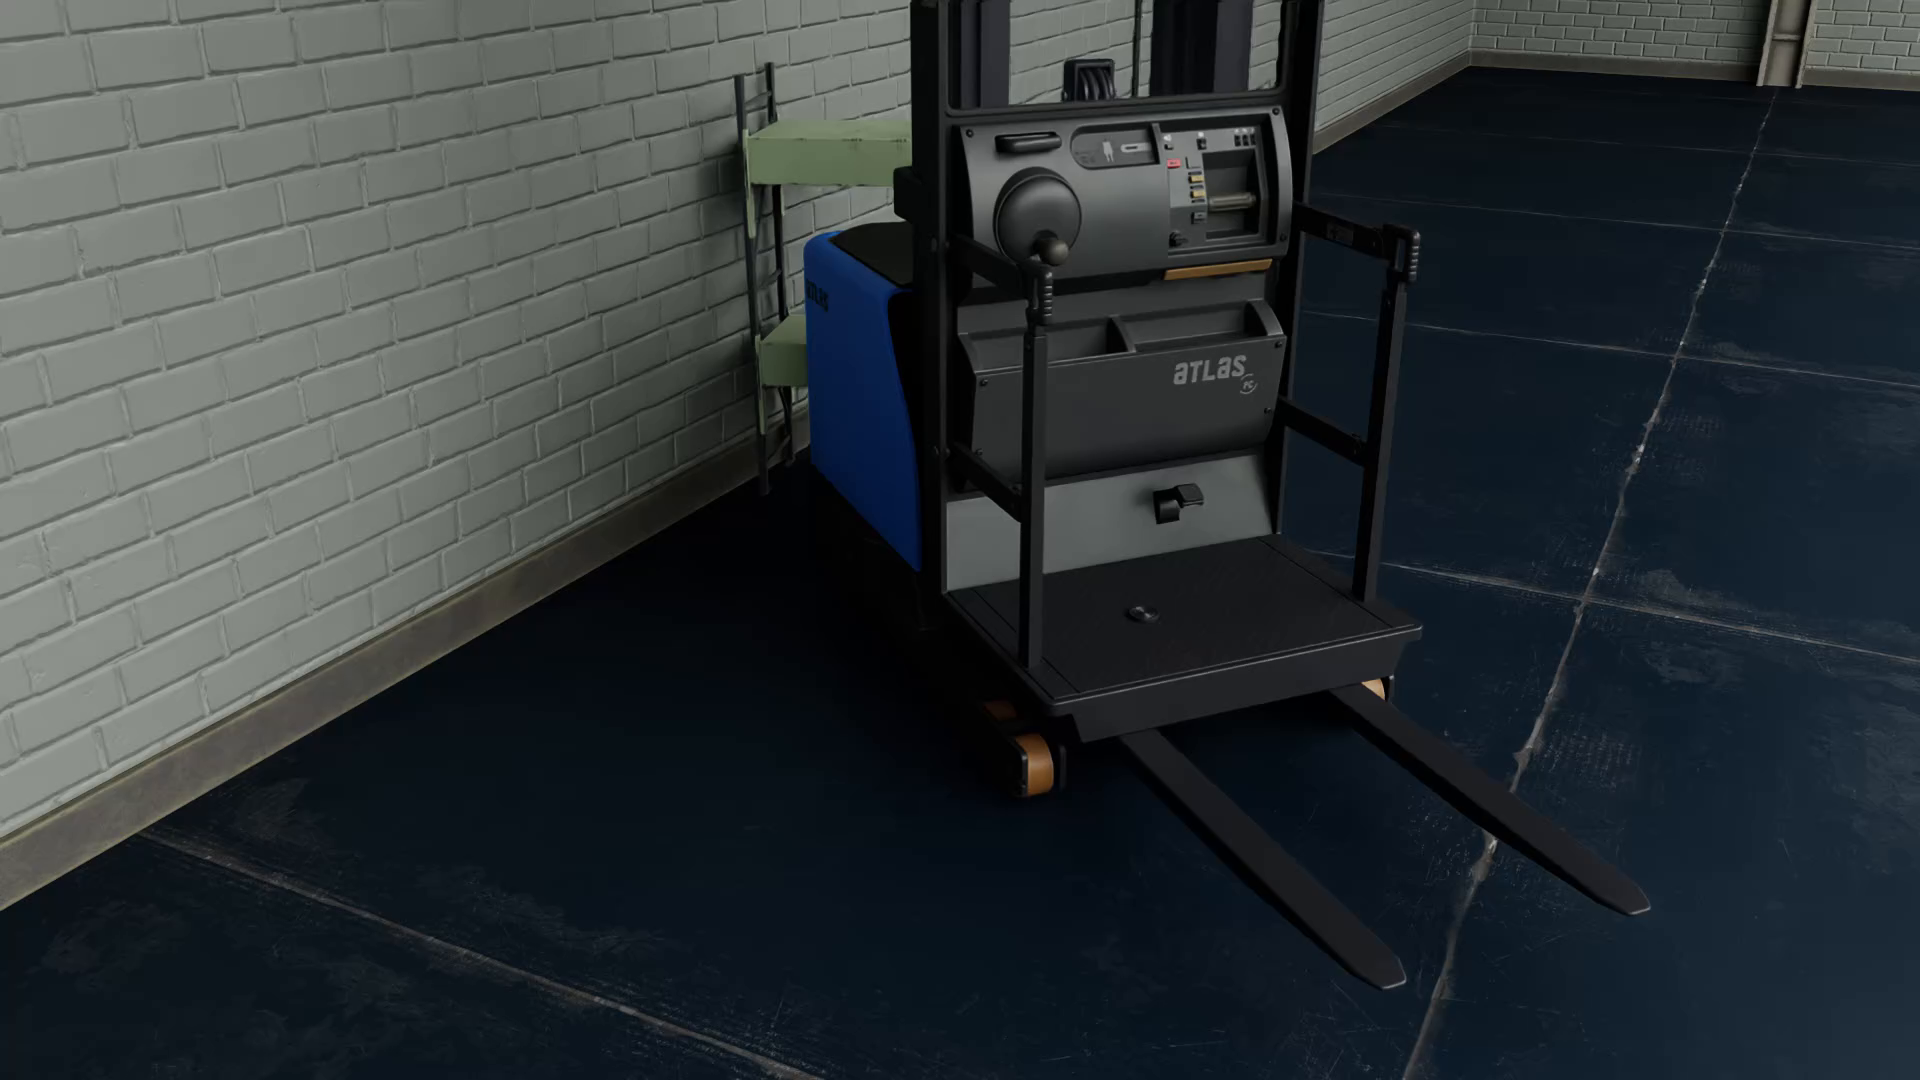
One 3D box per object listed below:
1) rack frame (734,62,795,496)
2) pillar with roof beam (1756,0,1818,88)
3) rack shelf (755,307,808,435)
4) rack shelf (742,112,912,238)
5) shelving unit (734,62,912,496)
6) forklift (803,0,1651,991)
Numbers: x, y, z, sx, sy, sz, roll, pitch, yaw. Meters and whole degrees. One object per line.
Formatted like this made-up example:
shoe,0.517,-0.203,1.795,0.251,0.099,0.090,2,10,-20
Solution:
rack frame,-0.699,-0.931,6.018,0.023,1.500,0.400,3,23,10
pillar with roof beam,5.999,-7.050,10.830,0.400,9.000,9.100,11,25,25
rack shelf,-0.334,-0.610,6.081,0.720,0.370,0.431,3,23,10
rack shelf,-0.344,-1.273,5.809,0.720,0.370,0.431,3,23,10
shelving unit,-0.338,-0.912,5.957,0.755,1.500,0.431,3,23,10
forklift,0.524,-0.884,4.084,1.130,2.935,3.031,-9,25,-21
